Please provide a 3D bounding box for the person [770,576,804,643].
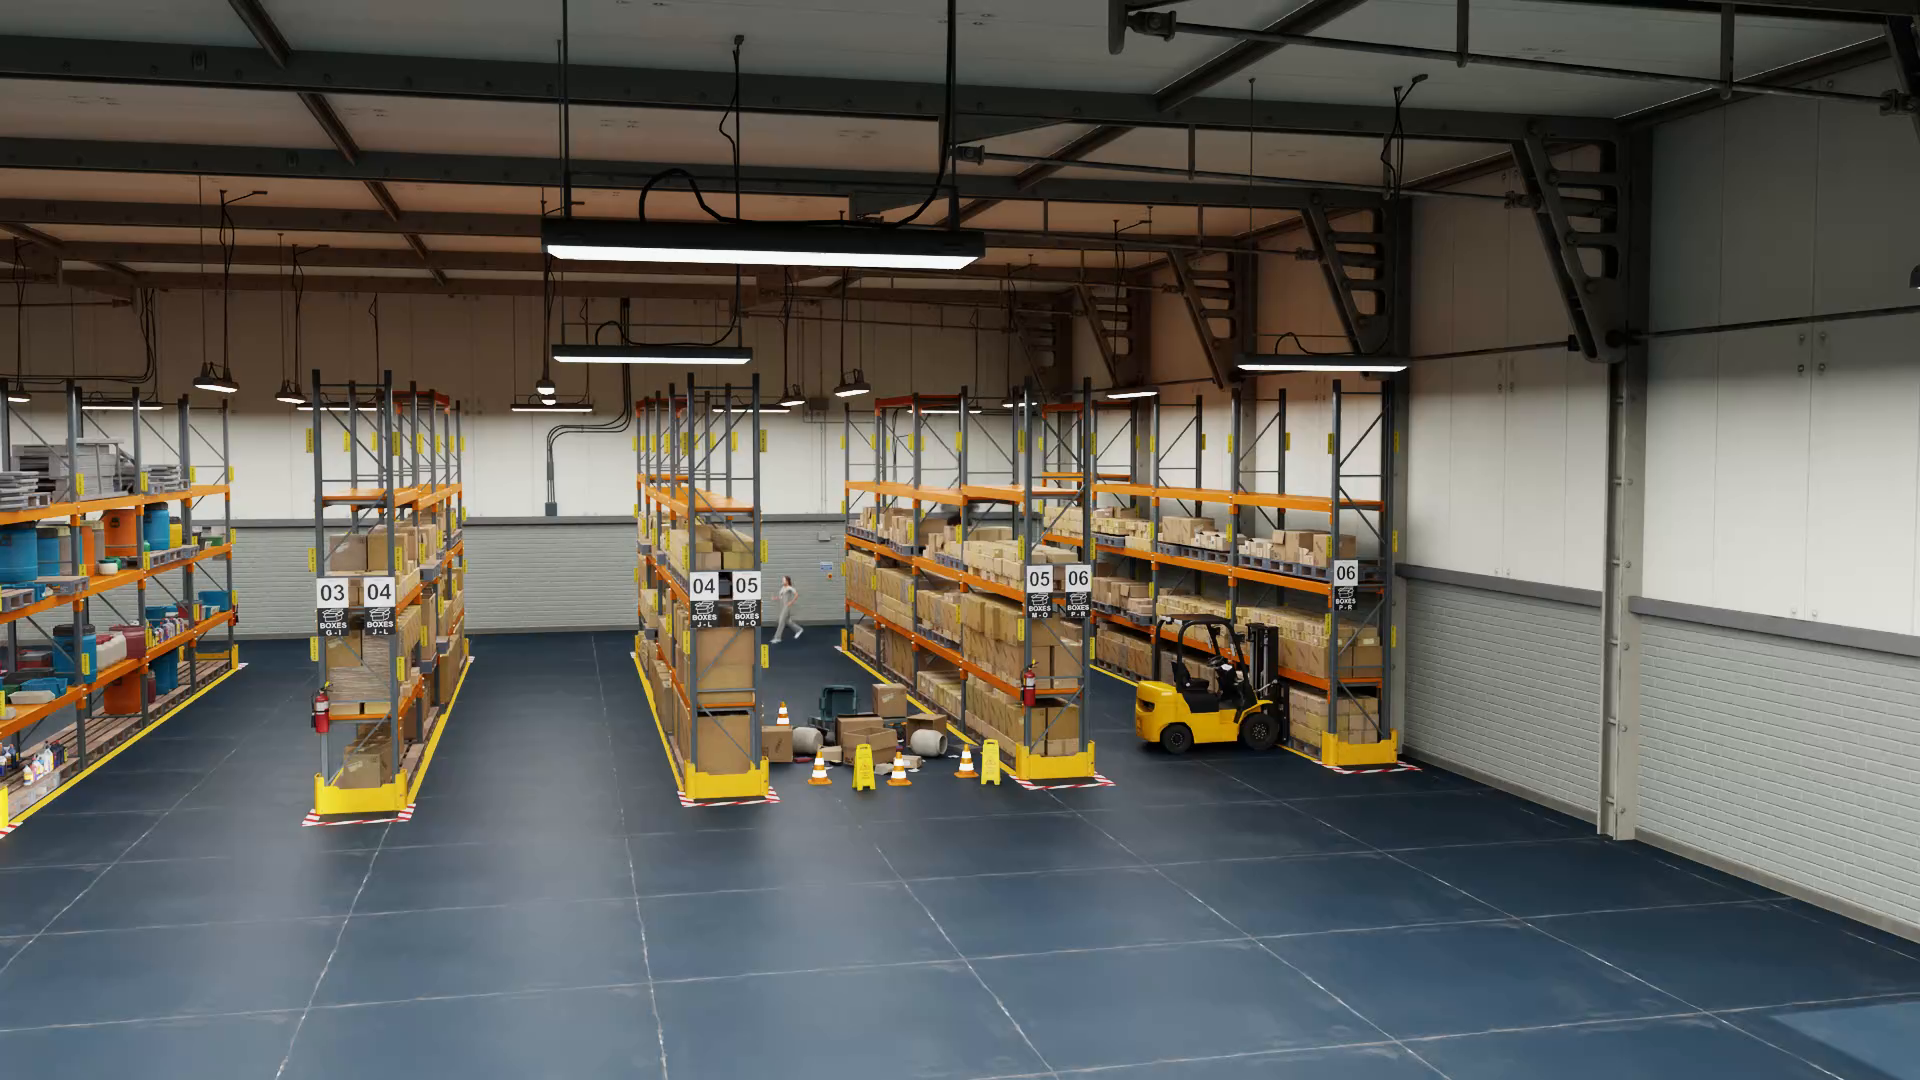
[{"bbox_3d":[-4.365,1.735,41.868,0.954,1.668,0.567,-2,4,-29],"label":"person"}]
